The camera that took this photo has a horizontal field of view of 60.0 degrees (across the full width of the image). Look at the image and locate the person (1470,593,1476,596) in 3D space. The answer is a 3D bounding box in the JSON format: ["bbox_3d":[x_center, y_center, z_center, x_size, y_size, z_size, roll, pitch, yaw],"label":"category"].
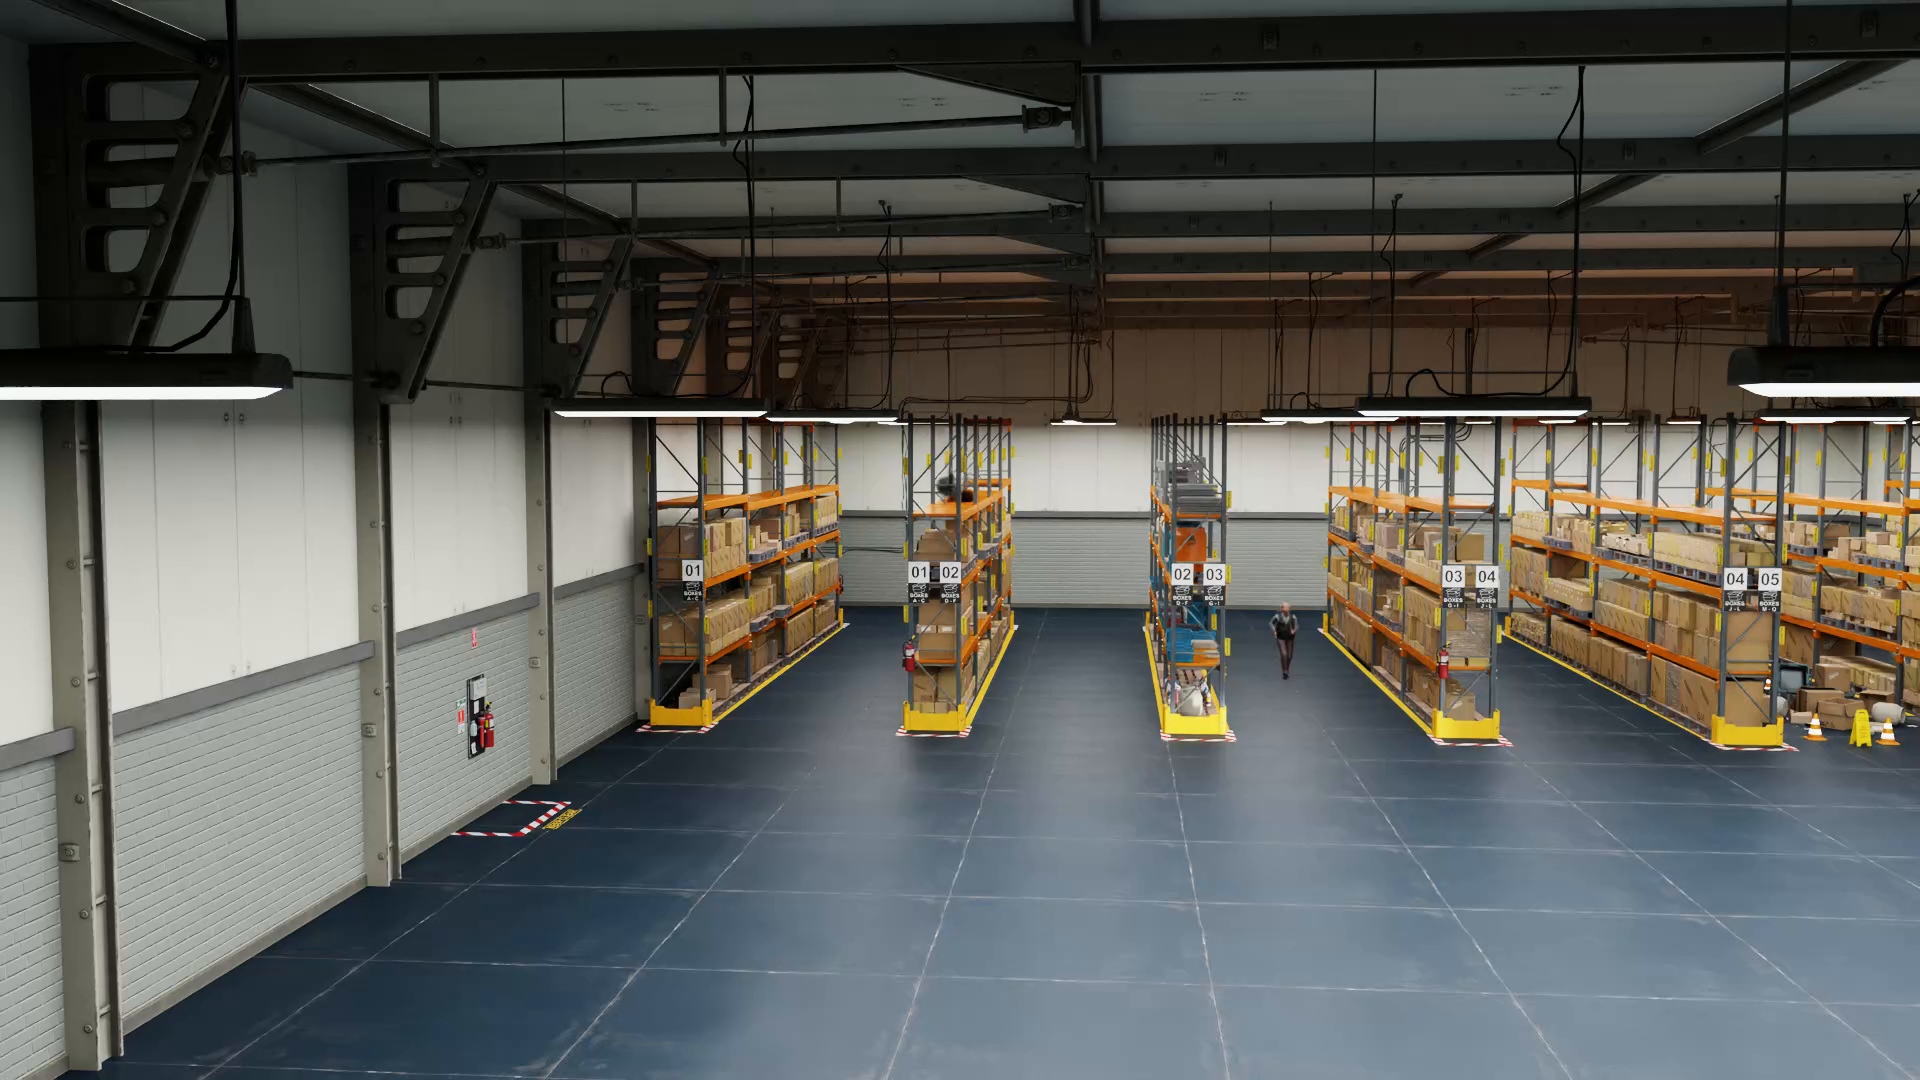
[{"bbox_3d":[13.870,1.830,44.777,0.658,1.808,0.980,1,4,10],"label":"person"}]

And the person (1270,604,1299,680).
[{"bbox_3d":[7.452,2.309,38.146,0.668,1.712,0.754,0,4,-1],"label":"person"}]

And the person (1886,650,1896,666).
[{"bbox_3d":[21.759,2.265,38.479,0.696,1.731,0.639,0,4,4],"label":"person"}]
